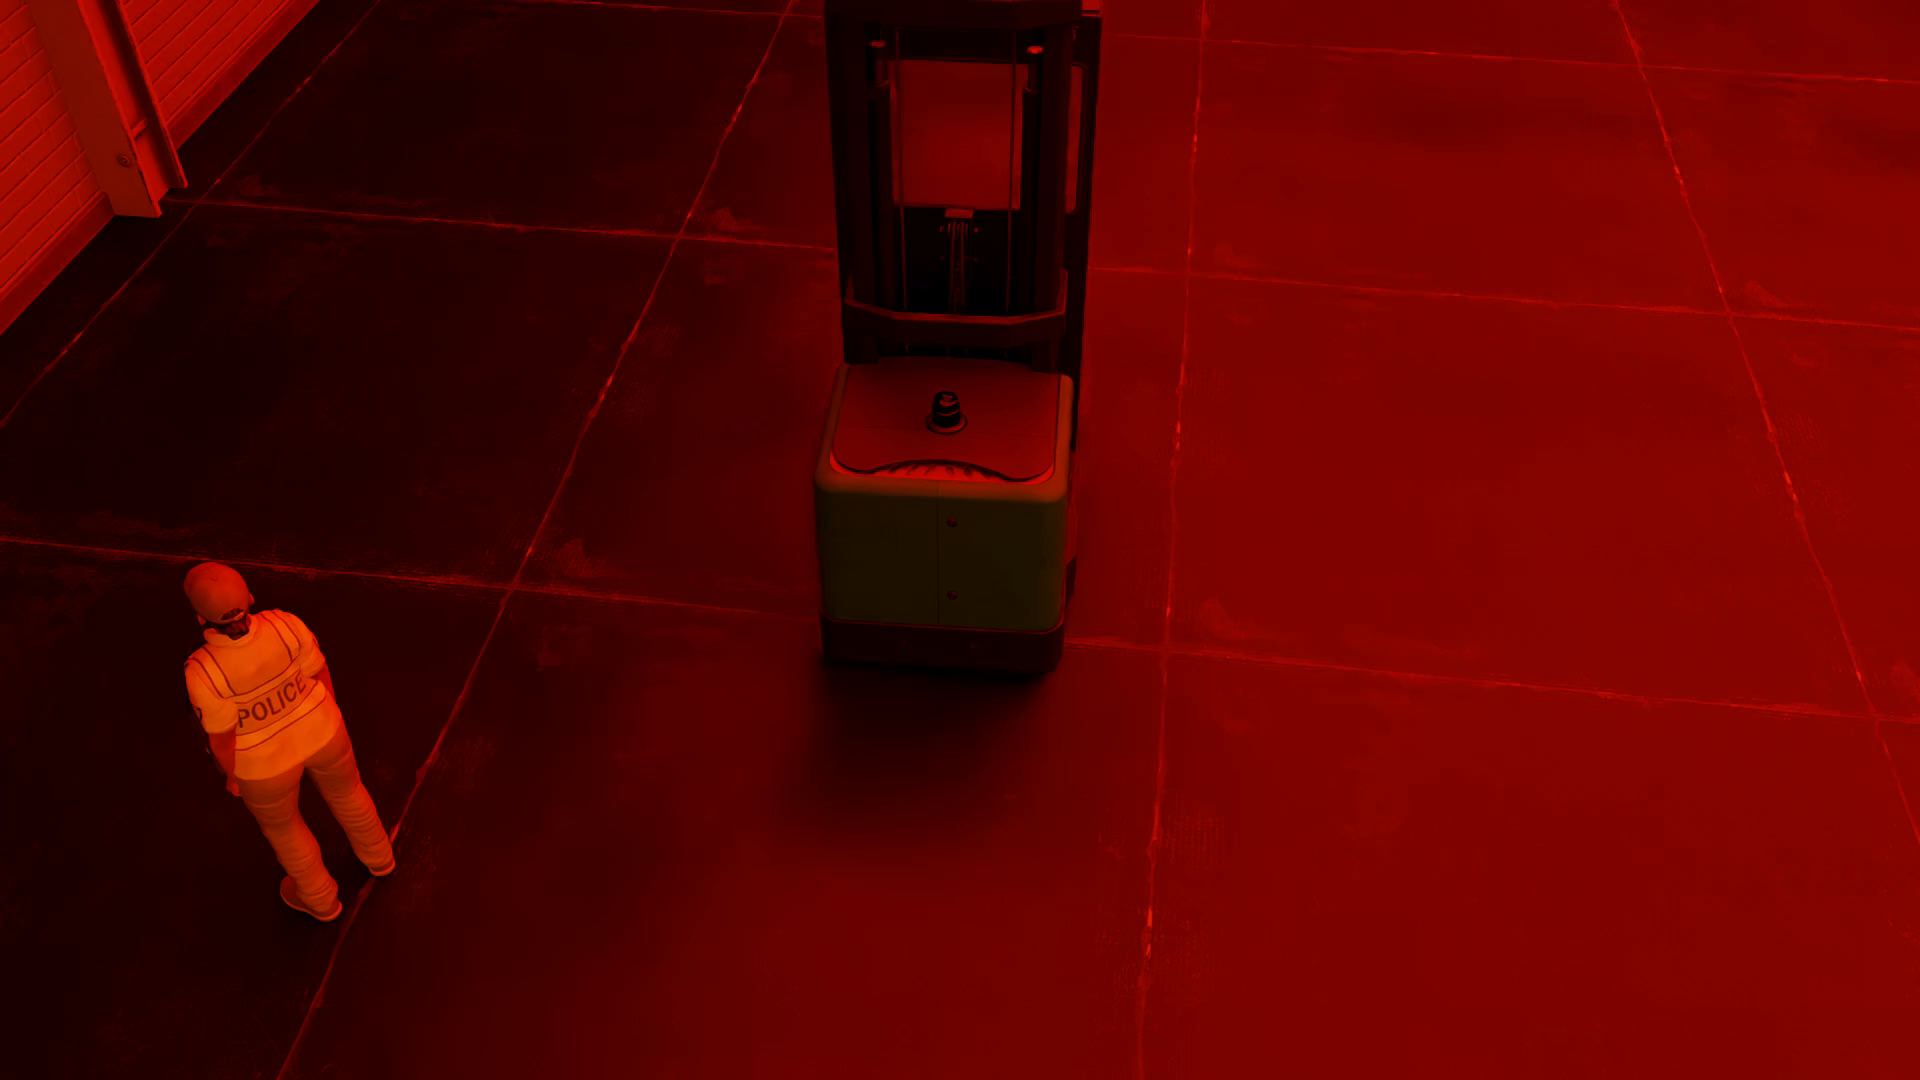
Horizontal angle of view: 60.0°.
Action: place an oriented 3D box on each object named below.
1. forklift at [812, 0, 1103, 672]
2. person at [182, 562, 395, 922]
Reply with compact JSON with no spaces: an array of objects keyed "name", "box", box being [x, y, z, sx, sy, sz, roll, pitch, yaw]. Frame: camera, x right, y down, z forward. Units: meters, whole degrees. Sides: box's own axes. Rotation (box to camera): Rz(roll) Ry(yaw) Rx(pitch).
[{"name":"forklift","box":[0.033,-1.500,7.357,1.130,2.935,3.031,3,43,3]},{"name":"person","box":[-2.400,0.711,5.890,0.389,1.669,0.481,30,51,29]}]
